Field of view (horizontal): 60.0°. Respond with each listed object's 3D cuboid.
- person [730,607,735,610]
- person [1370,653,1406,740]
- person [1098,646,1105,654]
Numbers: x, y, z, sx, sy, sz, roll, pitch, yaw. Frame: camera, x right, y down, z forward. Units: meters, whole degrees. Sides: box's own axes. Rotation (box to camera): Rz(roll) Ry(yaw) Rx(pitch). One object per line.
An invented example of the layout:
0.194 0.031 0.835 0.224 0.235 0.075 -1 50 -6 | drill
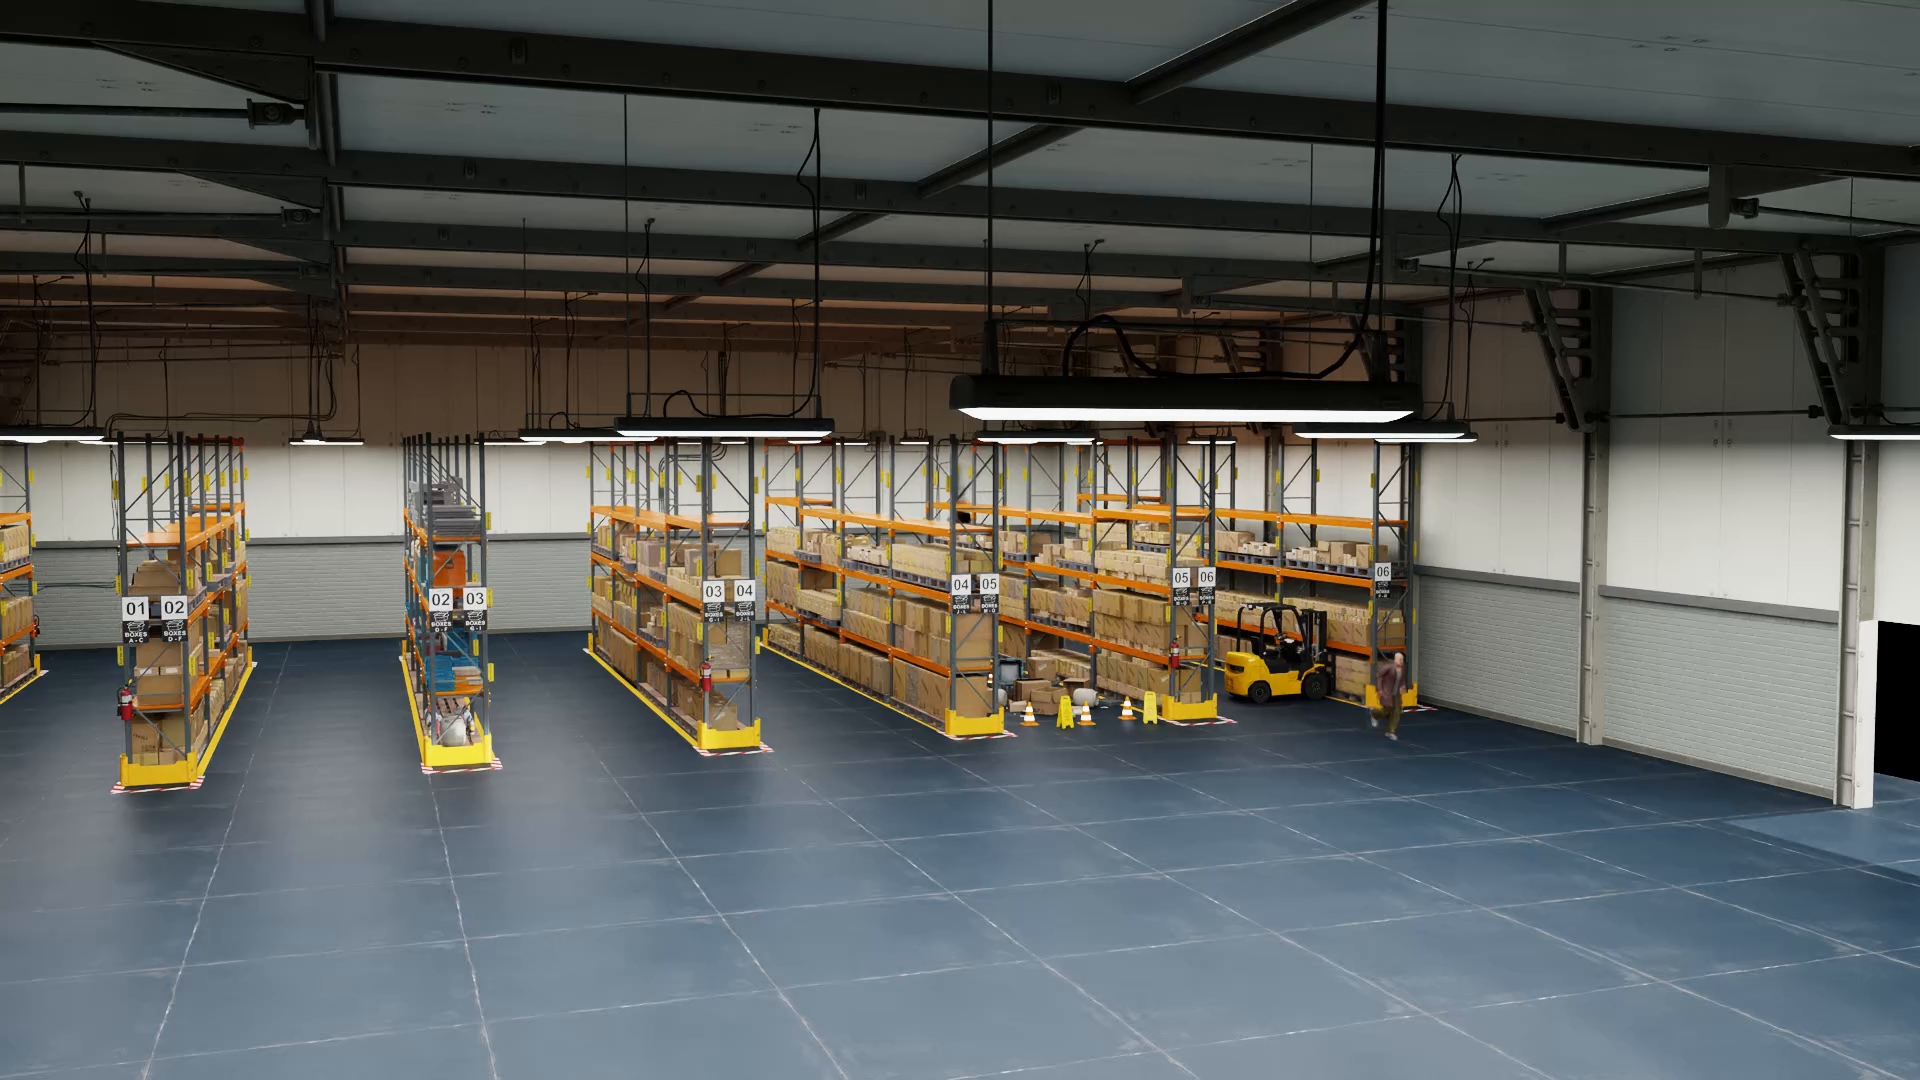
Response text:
-6.291 2.340 46.257 0.617 1.660 0.905 -1 3 -14 | person
8.468 3.064 32.954 0.713 1.728 0.897 -2 4 -29 | person
3.724 2.528 43.670 0.573 1.567 0.476 -2 4 -31 | person
